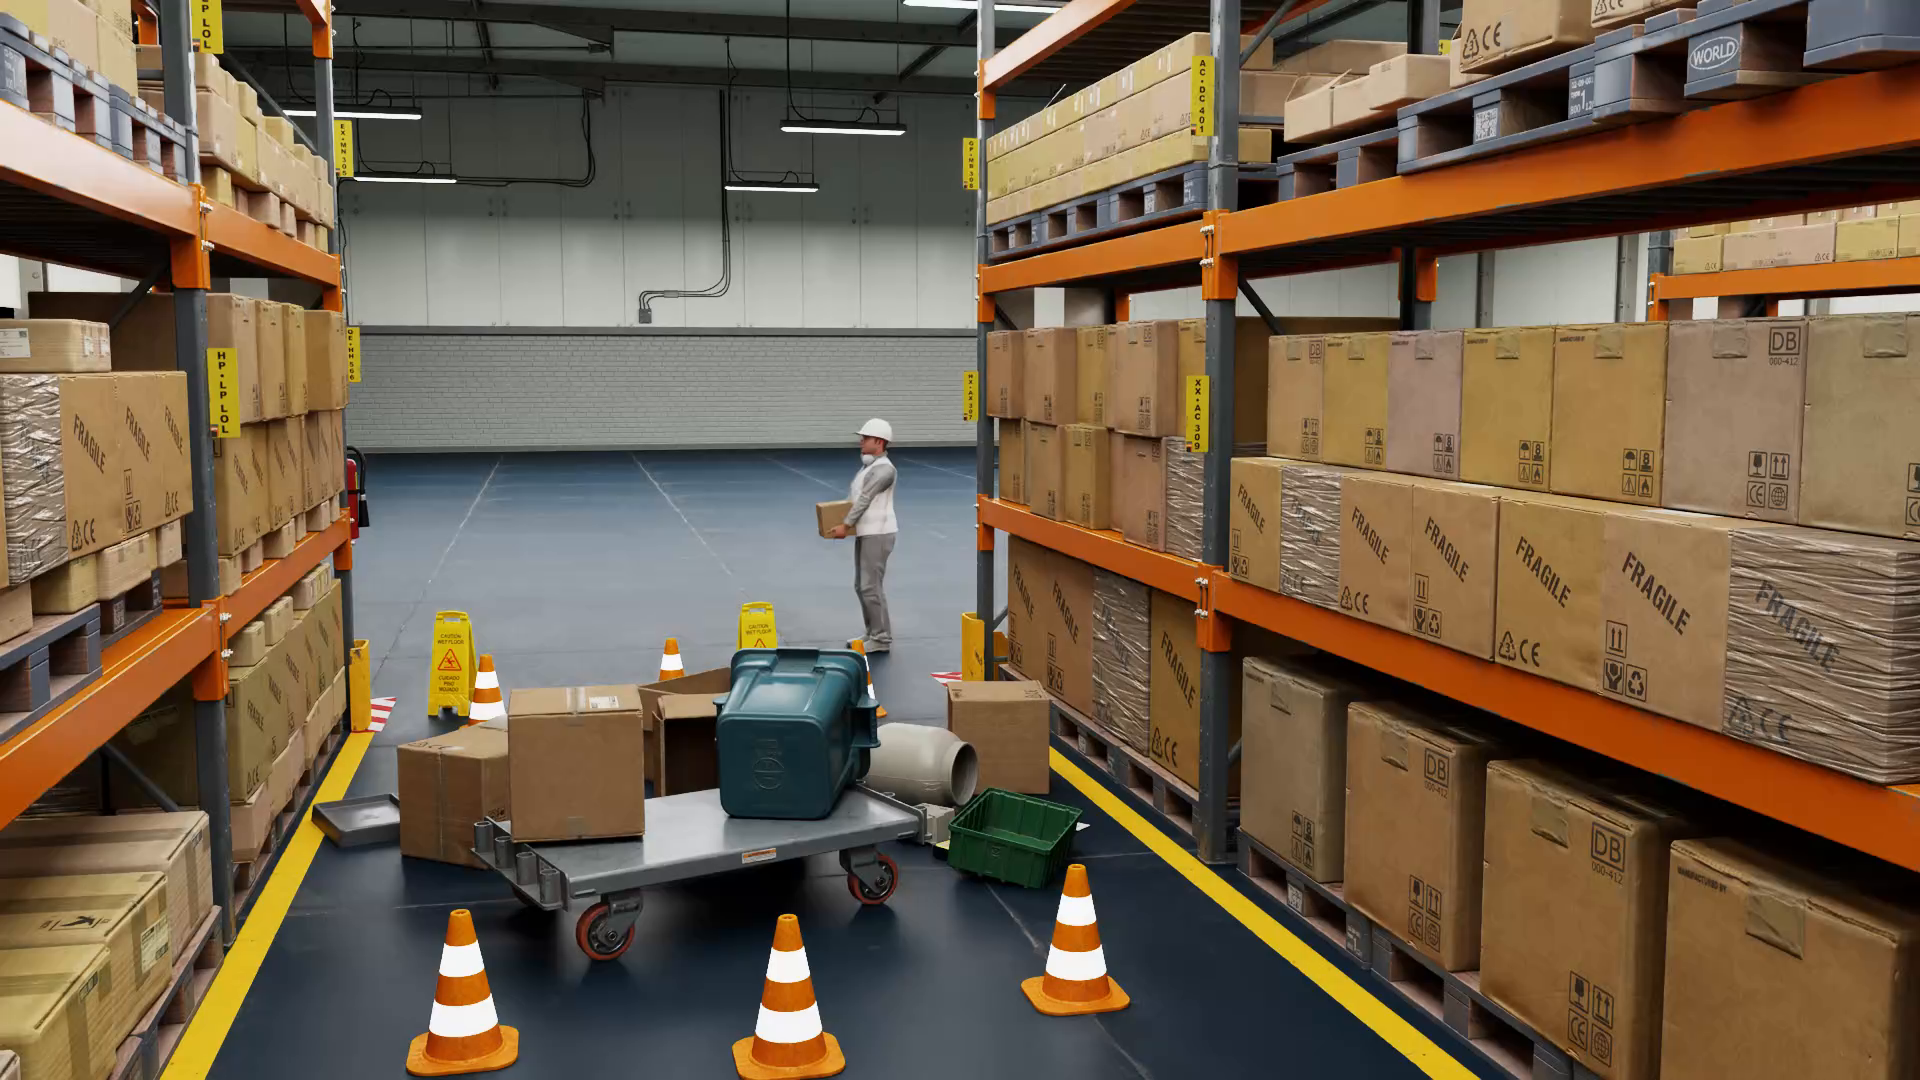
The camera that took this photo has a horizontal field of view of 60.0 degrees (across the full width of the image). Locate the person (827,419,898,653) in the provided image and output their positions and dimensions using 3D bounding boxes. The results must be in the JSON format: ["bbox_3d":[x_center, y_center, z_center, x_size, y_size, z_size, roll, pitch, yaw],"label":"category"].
[{"bbox_3d":[-0.759,-0.035,12.675,0.555,1.770,0.492,-1,6,-13],"label":"person"}]
